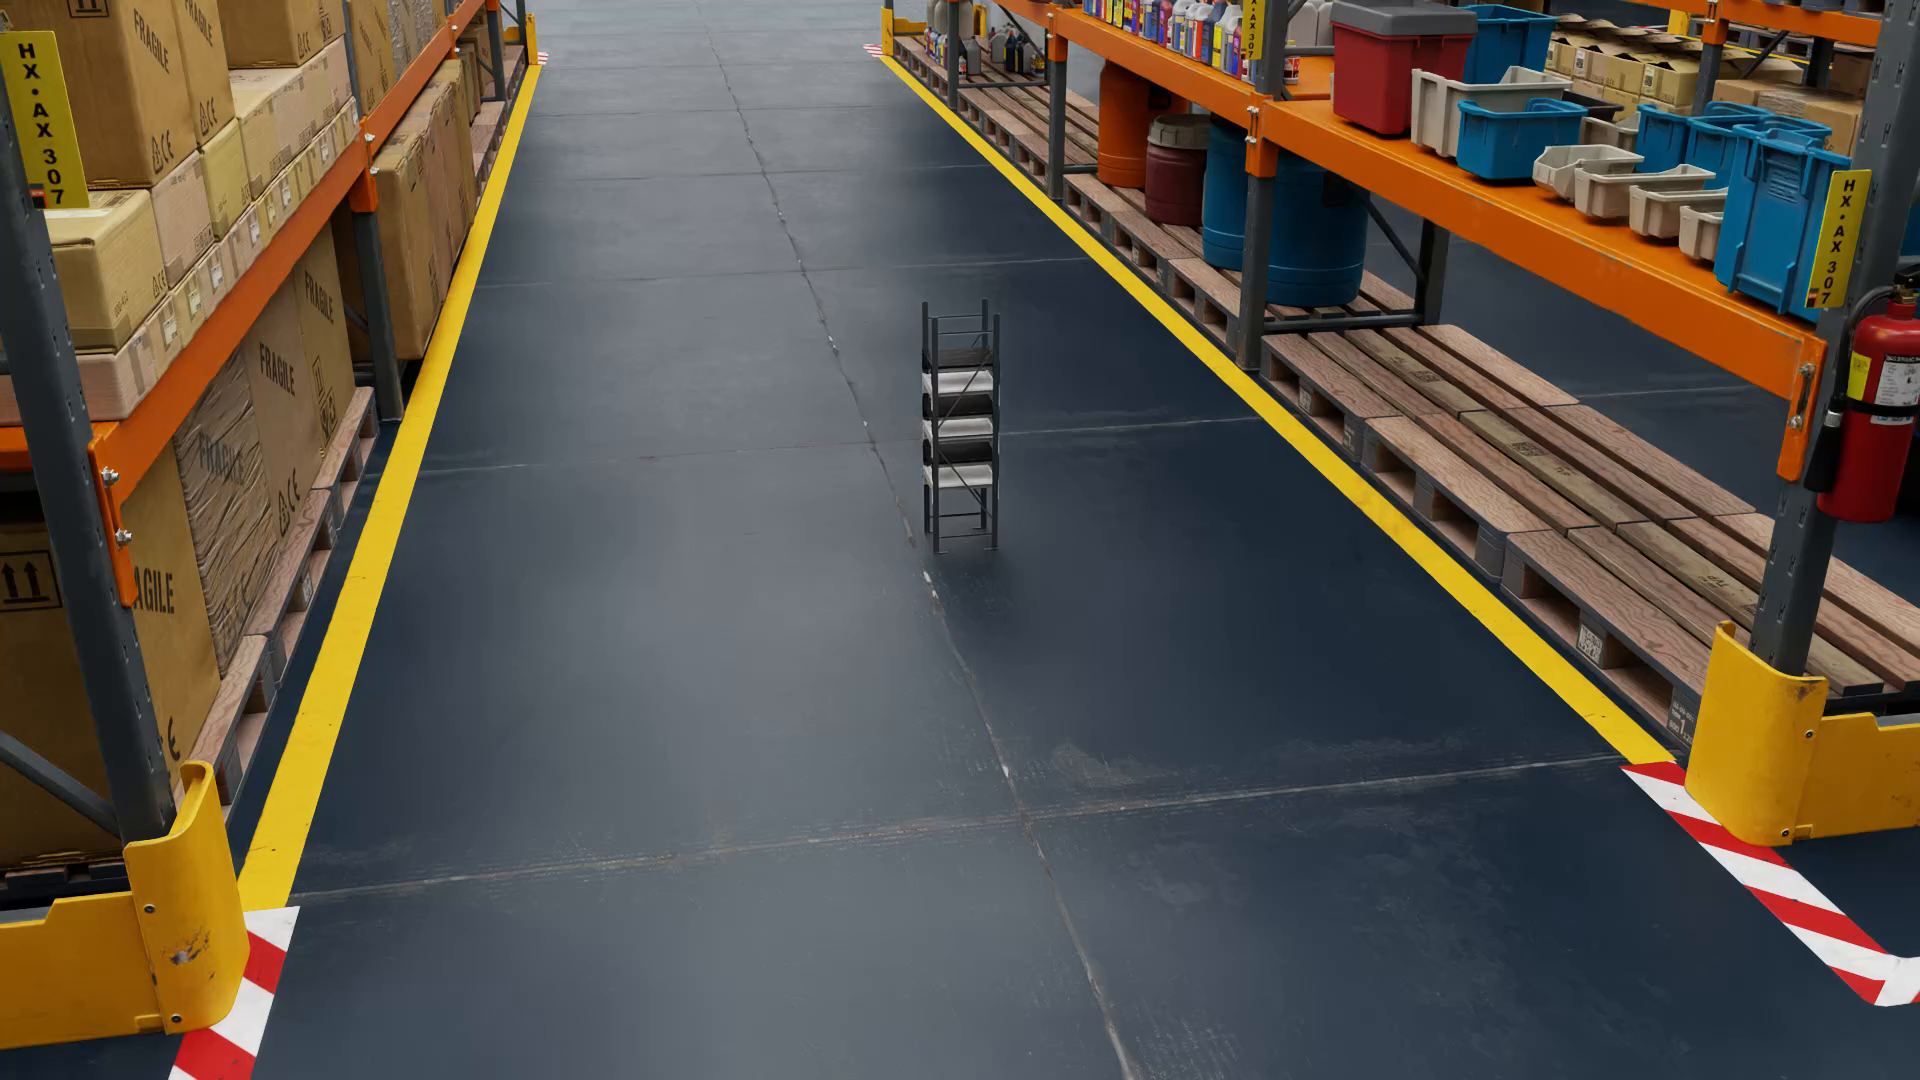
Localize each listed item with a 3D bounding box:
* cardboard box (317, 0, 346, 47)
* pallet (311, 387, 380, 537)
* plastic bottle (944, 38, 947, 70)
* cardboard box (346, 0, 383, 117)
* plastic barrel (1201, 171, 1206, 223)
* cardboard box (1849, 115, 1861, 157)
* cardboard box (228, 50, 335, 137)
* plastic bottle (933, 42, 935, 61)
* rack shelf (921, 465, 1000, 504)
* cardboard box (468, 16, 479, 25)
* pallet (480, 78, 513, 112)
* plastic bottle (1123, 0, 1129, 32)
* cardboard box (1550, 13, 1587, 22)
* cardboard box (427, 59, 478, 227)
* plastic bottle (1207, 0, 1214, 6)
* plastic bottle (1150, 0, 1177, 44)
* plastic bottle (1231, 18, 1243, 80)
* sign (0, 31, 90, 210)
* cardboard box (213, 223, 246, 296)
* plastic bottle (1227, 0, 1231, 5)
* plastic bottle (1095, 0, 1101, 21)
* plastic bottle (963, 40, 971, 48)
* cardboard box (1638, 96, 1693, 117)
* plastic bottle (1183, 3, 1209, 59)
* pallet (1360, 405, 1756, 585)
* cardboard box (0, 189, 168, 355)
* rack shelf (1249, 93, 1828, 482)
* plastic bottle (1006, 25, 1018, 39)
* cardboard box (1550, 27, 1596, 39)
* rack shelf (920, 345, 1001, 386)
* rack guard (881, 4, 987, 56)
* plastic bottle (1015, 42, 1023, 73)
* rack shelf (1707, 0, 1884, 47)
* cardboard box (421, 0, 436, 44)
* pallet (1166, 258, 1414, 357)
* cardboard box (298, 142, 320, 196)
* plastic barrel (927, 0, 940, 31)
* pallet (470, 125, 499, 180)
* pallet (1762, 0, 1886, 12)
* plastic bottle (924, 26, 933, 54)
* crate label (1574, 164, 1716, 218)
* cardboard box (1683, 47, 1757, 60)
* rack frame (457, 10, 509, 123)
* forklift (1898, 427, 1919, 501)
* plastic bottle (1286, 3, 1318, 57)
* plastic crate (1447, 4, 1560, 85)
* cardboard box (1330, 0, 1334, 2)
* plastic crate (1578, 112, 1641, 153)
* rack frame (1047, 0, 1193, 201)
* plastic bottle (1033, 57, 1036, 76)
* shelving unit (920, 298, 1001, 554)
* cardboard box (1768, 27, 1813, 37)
[{"bbox_3d":[-2.655,-2.135,6.270,0.500,0.500,0.500,-4,24,-8],"label":"cardboard box"},{"bbox_3d":[-2.939,-0.302,6.678,1.003,0.211,1.213,-4,24,-10],"label":"pallet"},{"bbox_3d":[-0.123,-4.724,16.162,0.061,0.283,0.133,-3,24,-6],"label":"plastic bottle"},{"bbox_3d":[-2.842,-2.130,7.255,0.500,0.500,0.500,-4,24,-10],"label":"cardboard box"},{"bbox_3d":[1.633,-2.026,9.726,0.421,0.512,0.421,0,24,0],"label":"plastic barrel"},{"bbox_3d":[6.089,-2.438,10.658,0.500,0.500,0.500,-5,24,-12],"label":"cardboard box"},{"bbox_3d":[-2.565,-1.595,5.970,0.500,0.250,0.500,-4,24,-8],"label":"cardboard box"},{"bbox_3d":[-0.225,-4.942,16.763,0.097,0.201,0.097,0,24,0],"label":"plastic bottle"},{"bbox_3d":[0.001,-0.214,6.148,0.258,0.077,0.200,-4,24,-10],"label":"rack shelf"},{"bbox_3d":[-4.822,-4.702,15.867,0.500,0.500,0.500,-6,24,-14],"label":"cardboard box"},{"bbox_3d":[-4.641,-4.015,15.180,1.003,0.211,1.213,-4,24,-10],"label":"pallet"},{"bbox_3d":[1.035,-3.199,9.988,0.097,0.271,0.097,0,24,0],"label":"plastic bottle"},{"bbox_3d":[5.611,-4.815,15.736,0.500,0.311,0.500,-4,24,-10],"label":"cardboard box"},{"bbox_3d":[-3.635,-2.404,10.137,1.225,0.875,0.875,-5,24,-12],"label":"cardboard box"},{"bbox_3d":[1.365,-2.826,9.135,0.097,0.271,0.097,0,24,0],"label":"plastic bottle"},{"bbox_3d":[1.170,-3.000,9.432,0.144,0.351,0.185,-4,24,-10],"label":"plastic bottle"},{"bbox_3d":[1.387,-2.417,8.182,0.061,0.283,0.133,-4,24,-10],"label":"plastic bottle"},{"bbox_3d":[-1.717,-0.783,3.115,0.100,0.325,0.005,-4,24,-10],"label":"sign"},{"bbox_3d":[-2.196,-0.765,4.567,0.380,0.149,0.250,-5,24,-11],"label":"cardboard box"},{"bbox_3d":[1.719,-3.354,10.430,0.097,0.201,0.097,0,24,0],"label":"plastic bottle"},{"bbox_3d":[0.903,-3.445,10.535,0.061,0.283,0.133,-4,24,-10],"label":"plastic bottle"},{"bbox_3d":[0.089,-4.680,16.071,0.152,0.276,0.135,-4,24,-10],"label":"plastic bottle"},{"bbox_3d":[5.657,-3.311,12.995,0.500,0.250,0.500,-4,24,-8],"label":"cardboard box"},{"bbox_3d":[1.289,-2.721,8.887,0.152,0.276,0.135,-4,24,-10],"label":"plastic bottle"},{"bbox_3d":[2.268,-0.206,6.459,1.003,0.211,1.213,-4,24,-10],"label":"pallet"},{"bbox_3d":[-2.086,-0.588,3.664,0.500,0.250,0.500,-5,24,-11],"label":"cardboard box"},{"bbox_3d":[2.235,-1.135,6.000,1.077,0.370,4.000,-4,24,-10],"label":"rack shelf"},{"bbox_3d":[0.531,-4.976,16.655,0.144,0.351,0.185,-4,24,-10],"label":"plastic bottle"},{"bbox_3d":[5.270,-4.371,14.720,0.500,0.311,0.500,-5,24,-11],"label":"cardboard box"},{"bbox_3d":[0.001,-0.626,5.968,0.258,0.077,0.200,-4,24,-10],"label":"rack shelf"},{"bbox_3d":[-0.294,-5.800,18.905,1.175,0.500,0.348,-4,24,-10],"label":"rack guard"},{"bbox_3d":[0.566,-4.630,15.947,0.061,0.283,0.133,-4,24,-10],"label":"plastic bottle"},{"bbox_3d":[6.364,-3.074,10.439,1.077,0.370,4.000,-4,24,-10],"label":"rack shelf"},{"bbox_3d":[-3.321,-3.132,9.548,0.500,0.500,0.500,-5,24,-10],"label":"cardboard box"},{"bbox_3d":[1.763,-1.280,8.918,1.003,0.211,1.213,-4,24,-10],"label":"pallet"},{"bbox_3d":[-2.434,-1.269,5.723,0.380,0.149,0.250,-4,24,-9],"label":"cardboard box"},{"bbox_3d":[-0.157,-5.771,18.299,0.421,0.512,0.421,0,24,0],"label":"plastic barrel"},{"bbox_3d":[-4.108,-2.967,12.779,1.003,0.211,1.213,-4,24,-10],"label":"pallet"},{"bbox_3d":[6.188,-3.841,11.536,1.213,0.211,1.003,-4,24,-10],"label":"pallet"},{"bbox_3d":[-0.325,-5.187,17.237,0.097,0.271,0.097,0,24,0],"label":"plastic bottle"},{"bbox_3d":[2.161,-1.115,5.310,0.396,0.136,0.243,-4,24,-10],"label":"crate label"},{"bbox_3d":[6.080,-3.813,13.443,0.500,0.311,0.500,-5,24,-11],"label":"cardboard box"},{"bbox_3d":[-4.482,-5.032,14.023,1.000,3.000,0.127,-4,24,-10],"label":"rack frame"},{"bbox_3d":[5.090,-1.695,6.468,3.031,2.935,1.130,-16,28,-32],"label":"forklift"},{"bbox_3d":[1.833,-2.758,8.972,0.152,0.276,0.135,-4,24,-10],"label":"plastic bottle"},{"bbox_3d":[2.286,-2.113,7.286,0.392,0.384,0.575,-4,24,-10],"label":"plastic crate"},{"bbox_3d":[4.489,-6.189,18.646,0.500,0.500,0.500,-4,24,-10],"label":"cardboard box"},{"bbox_3d":[2.482,-1.496,6.181,0.293,0.136,0.466,-4,24,-10],"label":"plastic crate"},{"bbox_3d":[1.125,-3.825,11.260,1.000,3.000,0.127,-4,24,-10],"label":"rack frame"},{"bbox_3d":[0.739,-4.515,15.787,0.097,0.201,0.097,0,24,0],"label":"plastic bottle"},{"bbox_3d":[0.001,-0.409,6.063,0.258,0.900,0.210,-4,24,-10],"label":"shelving unit"},{"bbox_3d":[9.613,-5.966,18.735,0.700,0.500,0.500,-6,24,-13],"label":"cardboard box"}]
